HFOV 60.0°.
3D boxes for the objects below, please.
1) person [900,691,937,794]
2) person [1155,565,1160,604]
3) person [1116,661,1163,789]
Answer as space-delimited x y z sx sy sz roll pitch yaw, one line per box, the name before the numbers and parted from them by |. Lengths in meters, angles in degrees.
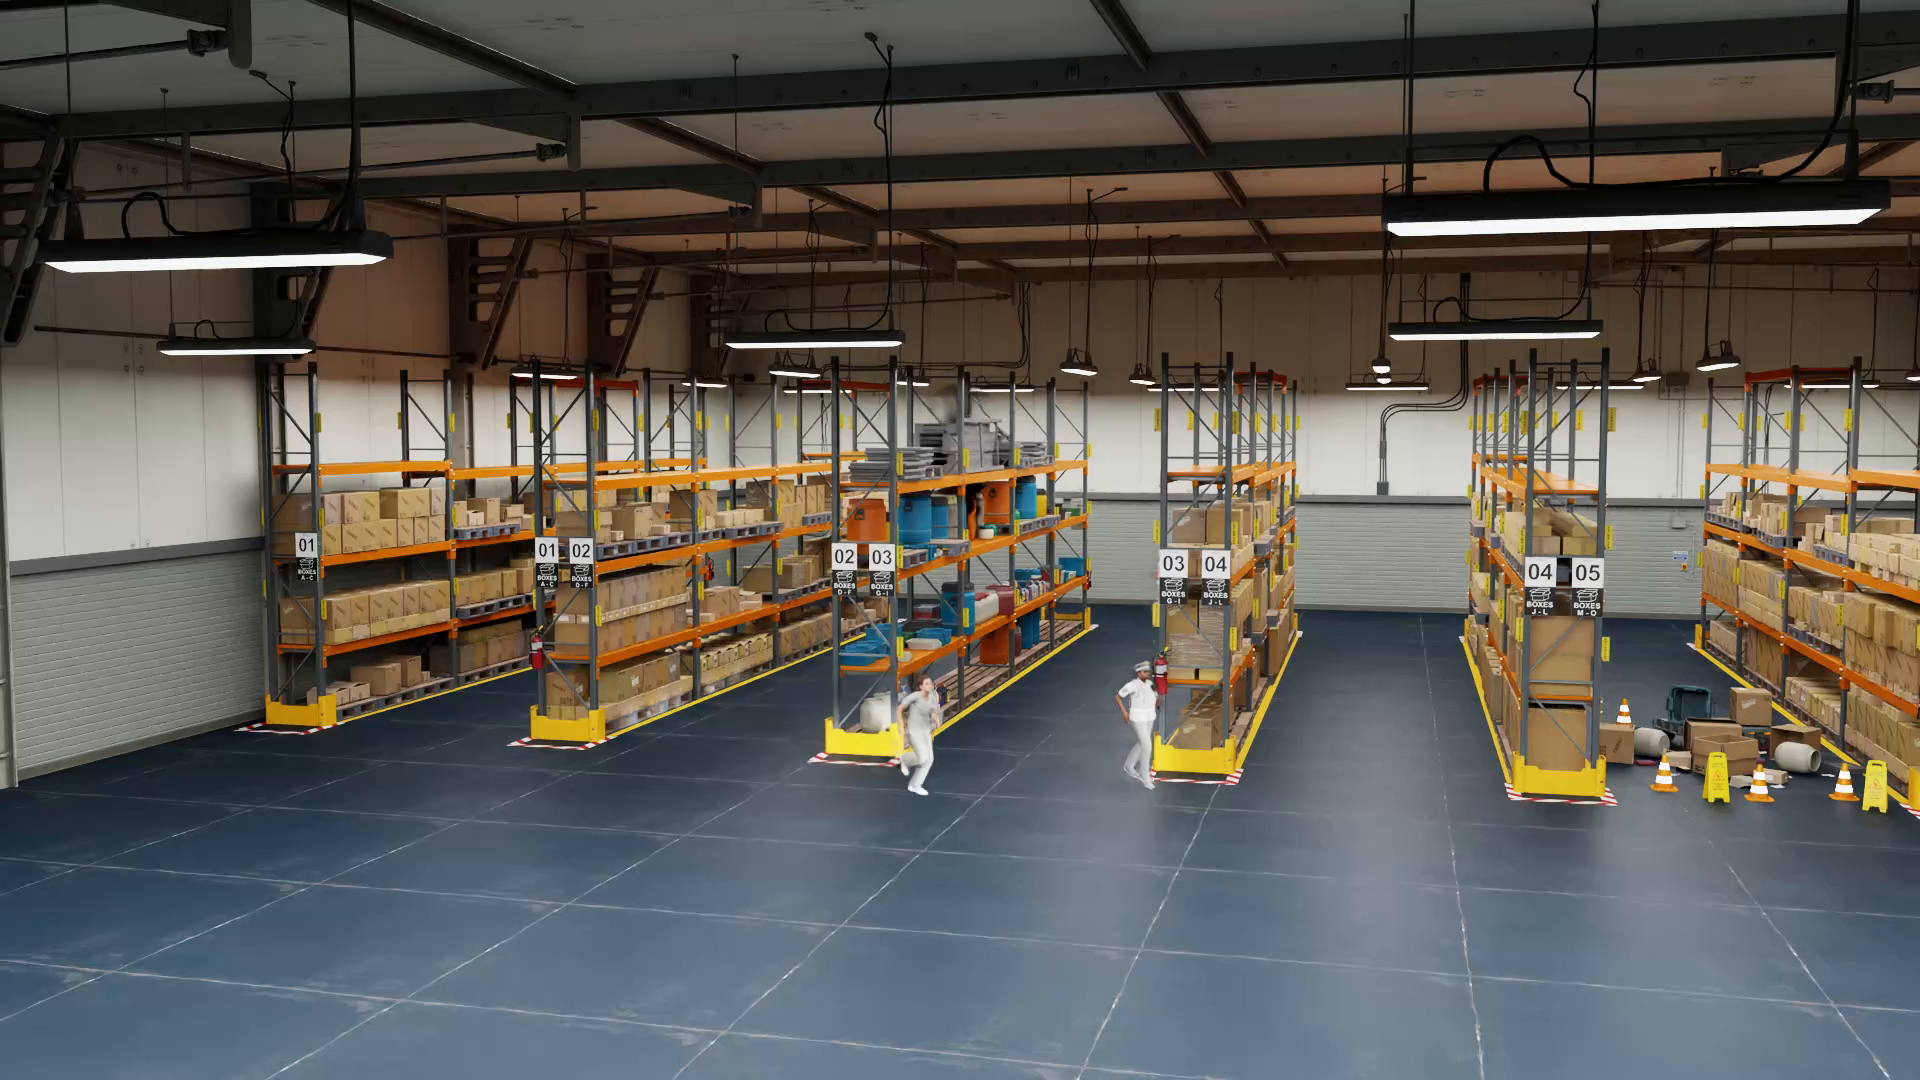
person | -0.577 2.737 22.584 0.552 1.396 0.560 -4 5 -43
person | 5.183 1.191 42.267 0.605 1.696 0.656 3 5 36
person | 2.513 2.540 23.021 0.550 1.755 0.758 -4 5 -41
